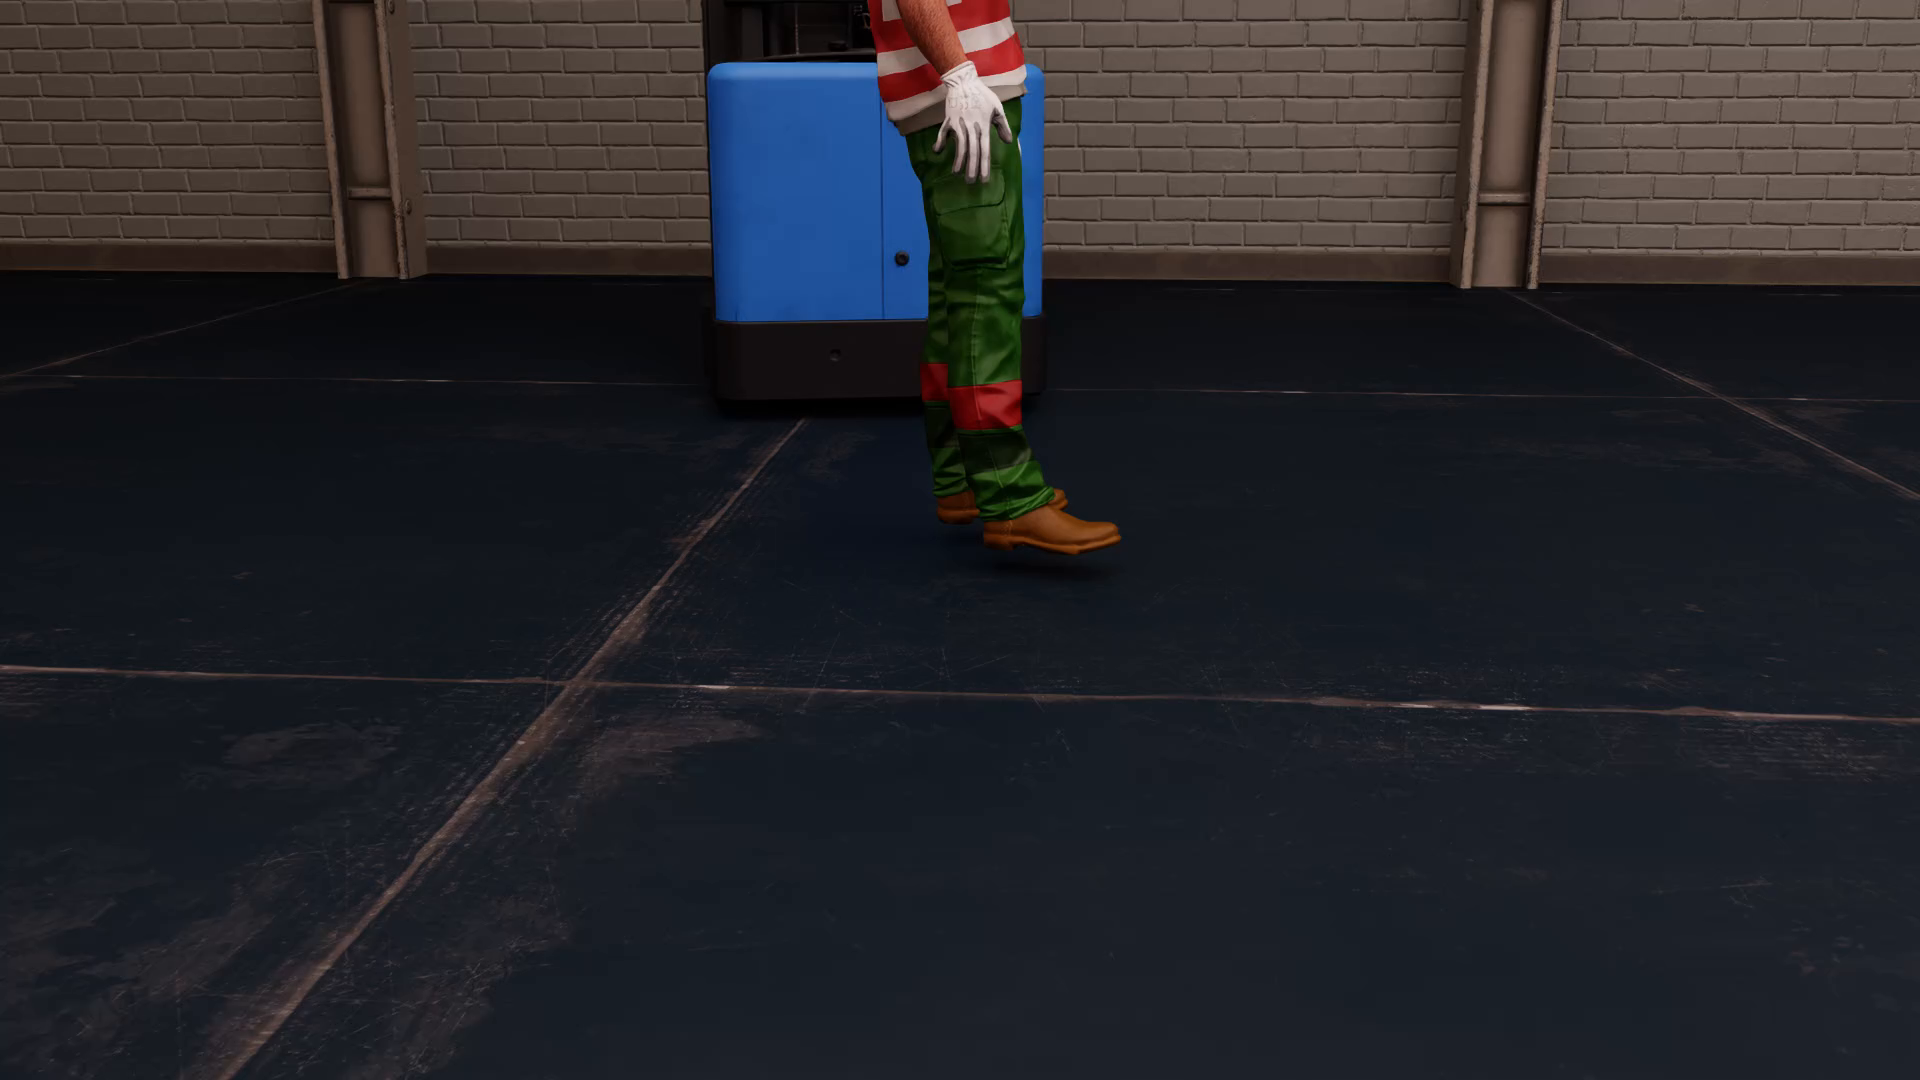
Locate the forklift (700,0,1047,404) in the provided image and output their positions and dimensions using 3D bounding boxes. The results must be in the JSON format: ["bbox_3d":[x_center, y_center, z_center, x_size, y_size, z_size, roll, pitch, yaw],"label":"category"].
[{"bbox_3d":[-0.425,-2.181,6.249,1.130,2.935,3.031,-2,15,-7],"label":"forklift"}]

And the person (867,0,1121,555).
[{"bbox_3d":[0.079,-0.904,3.550,0.564,1.786,0.638,1,15,4],"label":"person"}]
